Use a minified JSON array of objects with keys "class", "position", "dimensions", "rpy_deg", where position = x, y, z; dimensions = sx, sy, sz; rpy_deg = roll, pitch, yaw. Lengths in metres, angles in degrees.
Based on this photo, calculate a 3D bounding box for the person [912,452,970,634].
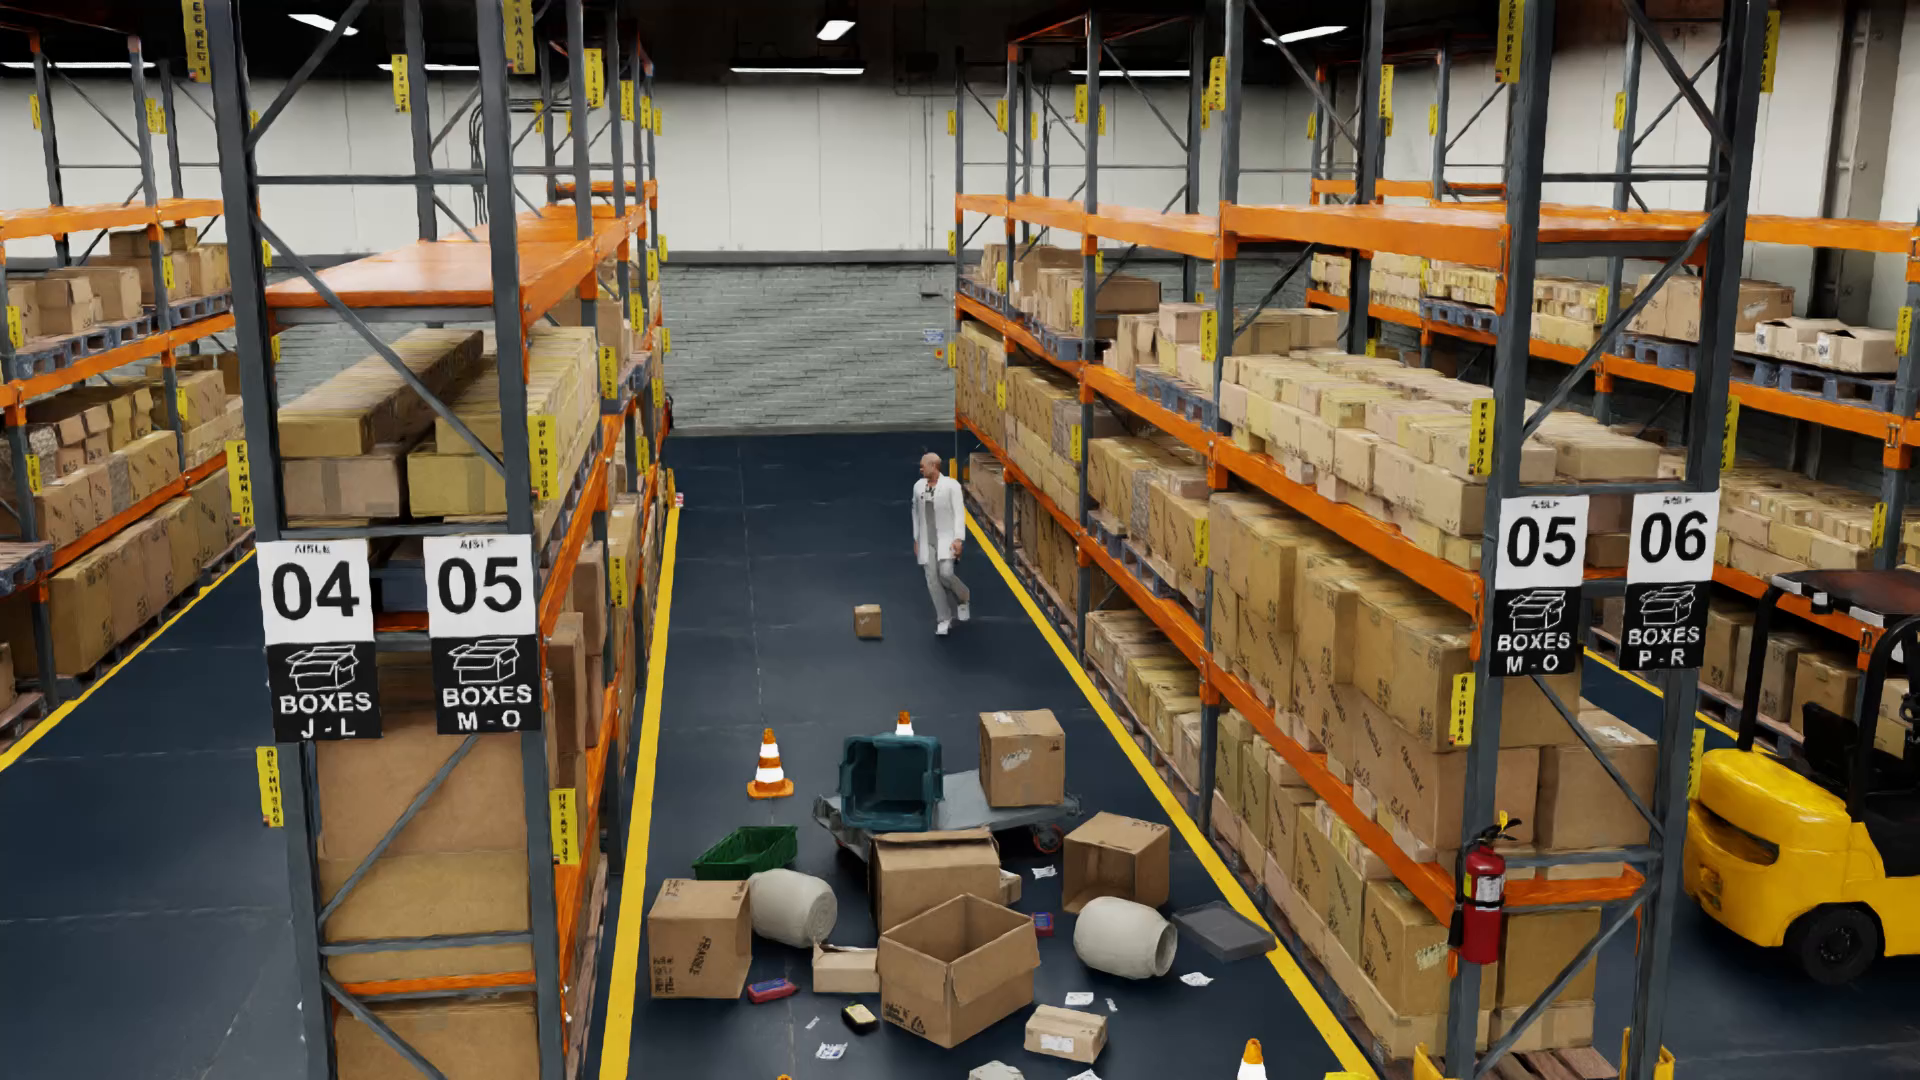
[{"class":"person","position":[-0.219,0.015,16.471],"dimensions":[0.652,1.755,0.596],"rpy_deg":[6,14,24]}]
